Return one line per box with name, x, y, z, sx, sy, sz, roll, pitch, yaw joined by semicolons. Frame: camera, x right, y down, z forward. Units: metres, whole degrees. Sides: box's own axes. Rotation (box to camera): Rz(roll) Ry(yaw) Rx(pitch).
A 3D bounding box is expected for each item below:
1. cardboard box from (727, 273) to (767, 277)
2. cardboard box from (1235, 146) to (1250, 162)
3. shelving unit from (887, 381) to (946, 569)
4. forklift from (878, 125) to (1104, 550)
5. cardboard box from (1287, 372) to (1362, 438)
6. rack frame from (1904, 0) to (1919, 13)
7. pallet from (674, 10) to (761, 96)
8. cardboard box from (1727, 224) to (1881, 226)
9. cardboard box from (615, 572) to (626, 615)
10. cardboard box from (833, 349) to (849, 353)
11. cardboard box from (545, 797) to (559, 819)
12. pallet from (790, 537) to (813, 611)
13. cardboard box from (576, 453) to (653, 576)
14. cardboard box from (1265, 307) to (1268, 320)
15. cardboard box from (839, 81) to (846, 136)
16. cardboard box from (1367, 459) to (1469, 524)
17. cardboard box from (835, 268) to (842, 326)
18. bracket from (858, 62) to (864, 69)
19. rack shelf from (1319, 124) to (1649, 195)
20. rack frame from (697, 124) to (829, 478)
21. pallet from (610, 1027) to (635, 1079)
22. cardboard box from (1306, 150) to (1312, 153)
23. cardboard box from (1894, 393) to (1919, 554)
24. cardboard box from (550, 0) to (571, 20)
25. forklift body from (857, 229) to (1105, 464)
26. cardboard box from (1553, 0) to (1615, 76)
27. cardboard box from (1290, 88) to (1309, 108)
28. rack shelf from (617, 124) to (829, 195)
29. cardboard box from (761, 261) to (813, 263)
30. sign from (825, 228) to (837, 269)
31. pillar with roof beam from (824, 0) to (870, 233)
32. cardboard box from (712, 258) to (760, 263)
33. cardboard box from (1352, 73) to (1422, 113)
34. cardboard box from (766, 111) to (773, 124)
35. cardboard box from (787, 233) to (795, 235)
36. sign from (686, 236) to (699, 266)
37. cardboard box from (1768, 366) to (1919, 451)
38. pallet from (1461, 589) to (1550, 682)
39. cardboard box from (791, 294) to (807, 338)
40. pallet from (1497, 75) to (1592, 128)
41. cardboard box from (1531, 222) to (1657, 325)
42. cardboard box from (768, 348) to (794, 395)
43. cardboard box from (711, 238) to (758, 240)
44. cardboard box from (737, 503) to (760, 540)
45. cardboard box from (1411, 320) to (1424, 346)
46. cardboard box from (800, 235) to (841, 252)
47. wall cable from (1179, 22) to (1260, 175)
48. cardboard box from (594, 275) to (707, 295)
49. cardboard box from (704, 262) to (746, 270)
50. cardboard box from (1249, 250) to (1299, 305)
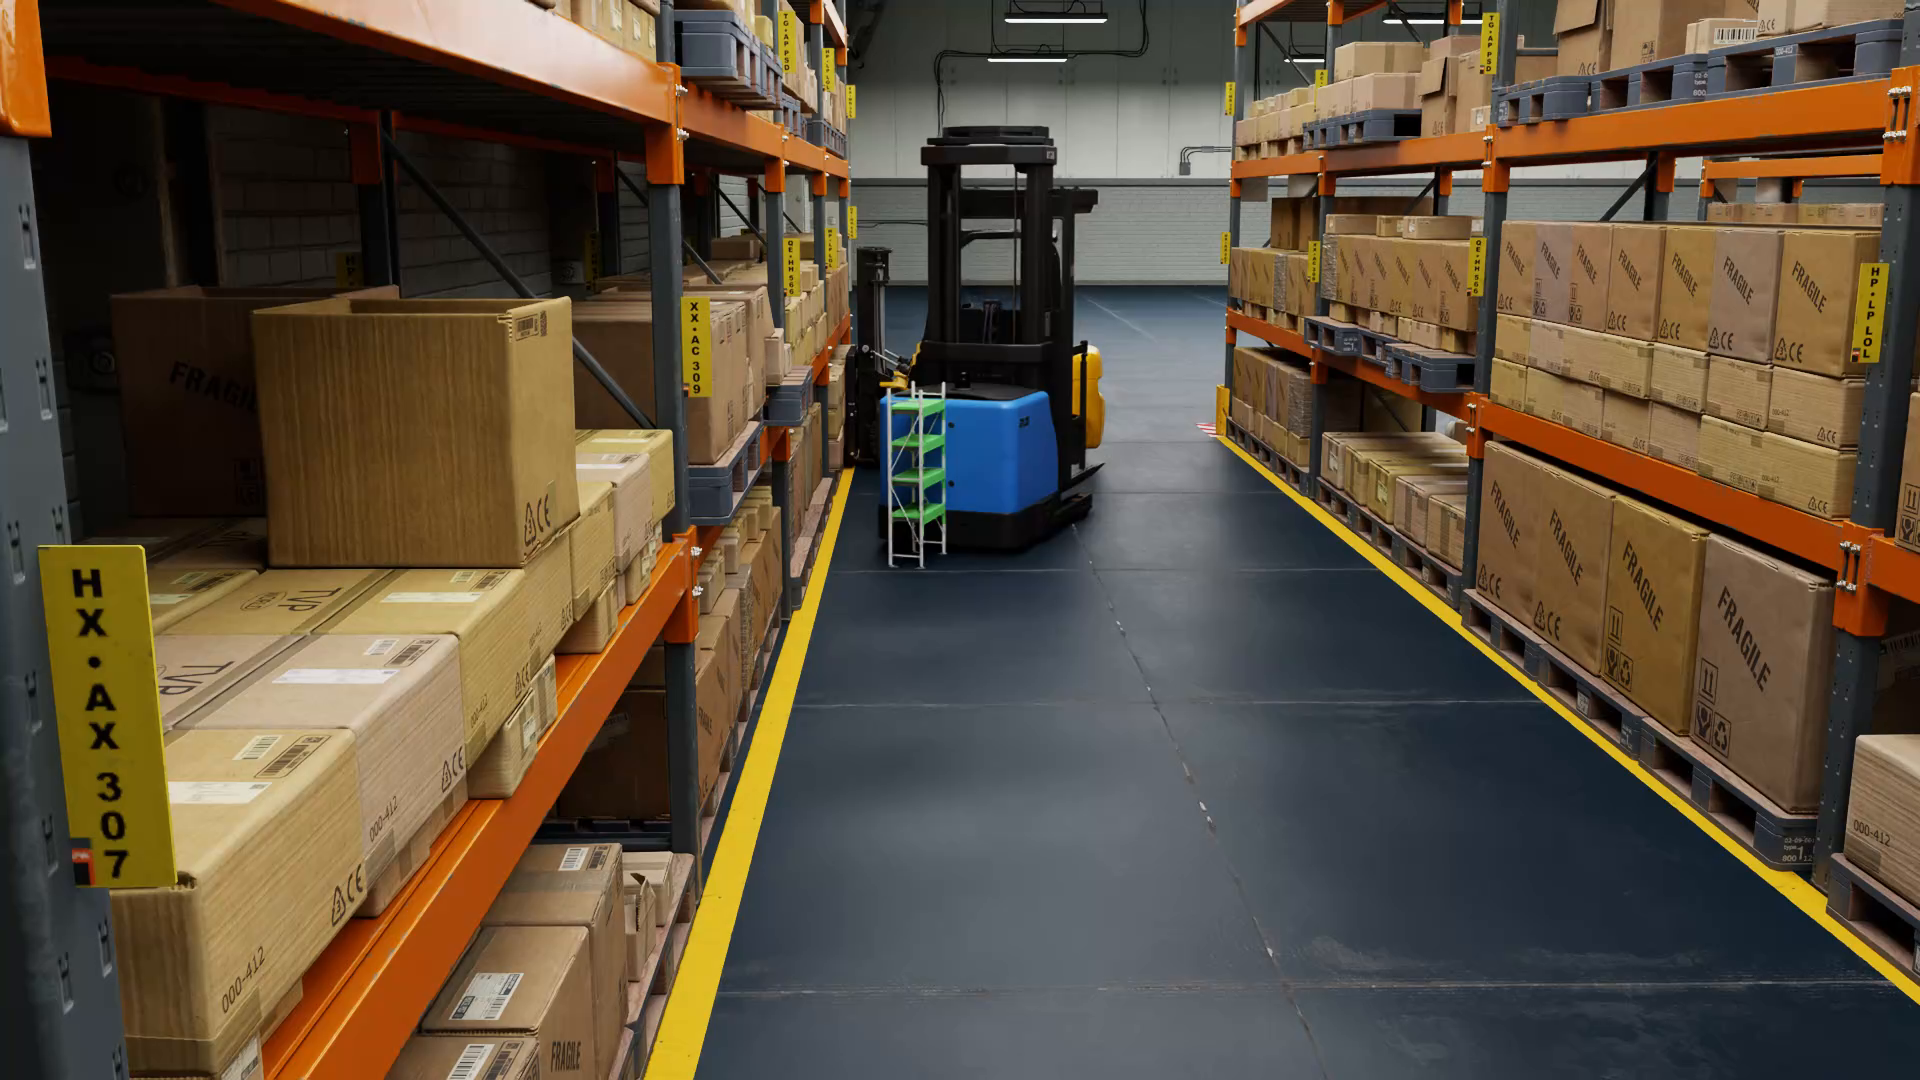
cardboard box;-1.295;-1.636;10.697;0.380;0.149;0.250;0;11;-1
cardboard box;2.988;-3.890;16.777;0.380;0.149;0.250;0;11;-1
shelving unit;-0.288;-0.446;11.240;0.258;1.200;0.503;4;12;17
forklift;0.399;-1.621;12.679;1.130;2.935;3.031;4;12;19
cardboard box;3.108;-1.158;14.194;0.500;0.500;0.500;0;11;-2
rack frame;3.553;-3.165;5.027;1.000;3.000;0.127;0;11;-1
pallet;-1.352;-1.712;5.880;1.213;0.211;1.003;0;11;-1
cardboard box;3.769;-1.156;7.447;0.500;0.500;0.500;0;11;-2
cardboard box;-1.115;0.137;4.471;0.380;0.149;0.250;0;11;0
cardboard box;-1.319;-1.746;16.465;0.500;0.250;0.500;0;11;0
cardboard box;-1.715;0.719;6.201;0.500;0.500;0.500;0;11;-1
pallet;-1.470;0.204;10.523;1.003;0.211;1.213;0;11;-1
cardboard box;-1.130;-0.076;4.520;0.500;0.250;0.500;0;11;-1
cardboard box;3.113;-2.161;15.801;0.380;0.149;0.250;0;11;1
cardboard box;-1.404;-4.276;16.489;0.500;0.500;0.500;0;11;1
cardboard box;3.436;-0.348;11.782;0.950;0.372;0.625;0;11;1
cardboard box;-1.351;-2.237;15.288;0.500;0.500;0.500;0;11;-1
bracket;-2.866;-13.670;47.753;0.235;0.232;0.430;0;11;-1
rack shelf;3.429;-2.535;11.276;1.077;0.370;4.000;0;11;-1
rack frame;-1.574;-1.794;13.358;1.000;3.000;0.127;0;11;-1
pallet;-1.368;1.543;3.926;1.003;0.211;1.213;0;11;-1
cardboard box;3.130;-3.325;13.991;0.380;0.149;0.250;0;11;-1
cardboard box;3.301;-0.180;5.149;0.500;0.500;0.500;0;11;1
cardboard box;-1.131;-1.276;3.893;0.380;0.149;0.250;0;11;1
forklift body;0.206;-1.804;15.541;2.313;2.155;1.214;0;11;-1
cardboard box;3.629;-2.672;8.826;0.797;0.503;0.637;-1;12;-5
cardboard box;3.029;-3.770;14.177;0.380;0.149;0.250;0;11;1
rack shelf;-1.533;-2.514;11.172;1.077;0.370;4.000;0;11;-1
cardboard box;-1.345;-2.094;12.953;0.380;0.149;0.250;0;11;1
sign;-1.032;-2.327;13.271;0.100;0.325;0.005;0;11;-1
pillar with roof beam;1.264;-10.176;39.583;9.100;9.000;0.548;0;11;-1
cardboard box;-1.838;-2.224;13.594;0.380;0.149;0.250;0;11;-1
cardboard box;3.043;-3.099;11.567;0.500;0.250;0.500;0;11;-2
cardboard box;-1.238;-2.294;8.658;0.500;0.250;0.500;-1;11;-3
cardboard box;-1.864;-3.034;16.840;0.380;0.149;0.250;0;11;-2
sign;-2.129;-2.255;13.251;0.100;0.325;0.005;0;11;-1
cardboard box;3.301;-0.483;6.016;0.500;0.250;0.500;0;11;-1
pallet;3.412;0.504;9.046;1.003;0.211;1.213;0;11;-1
cardboard box;-1.259;-1.463;10.848;0.500;0.250;0.500;-1;11;-3
pallet;3.537;-2.270;8.634;1.213;0.211;1.003;0;11;1
cardboard box;3.256;-1.362;8.460;0.500;0.500;0.500;0;11;-1
cardboard box;-1.257;-1.015;9.893;0.500;0.250;0.500;0;11;-1
cardboard box;-1.933;-2.521;14.310;0.380;0.149;0.250;0;11;-2
cardboard box;-1.230;-0.094;8.577;0.380;0.149;0.250;-1;11;-3
cardboard box;3.104;-1.320;10.597;0.380;0.149;0.250;-1;11;-4
cardboard box;-1.312;-2.778;15.578;0.380;0.149;0.250;0;11;0
wall cable;7.589;-13.644;48.127;2.305;6.003;0.169;0;11;-1
cardboard box;-1.637;-1.151;8.880;0.500;0.500;0.500;0;11;2
cardboard box;-1.829;-2.037;12.671;0.380;0.149;0.250;-1;11;-3
cardboard box;3.064;-2.506;15.866;0.500;0.500;0.500;0;11;-2
